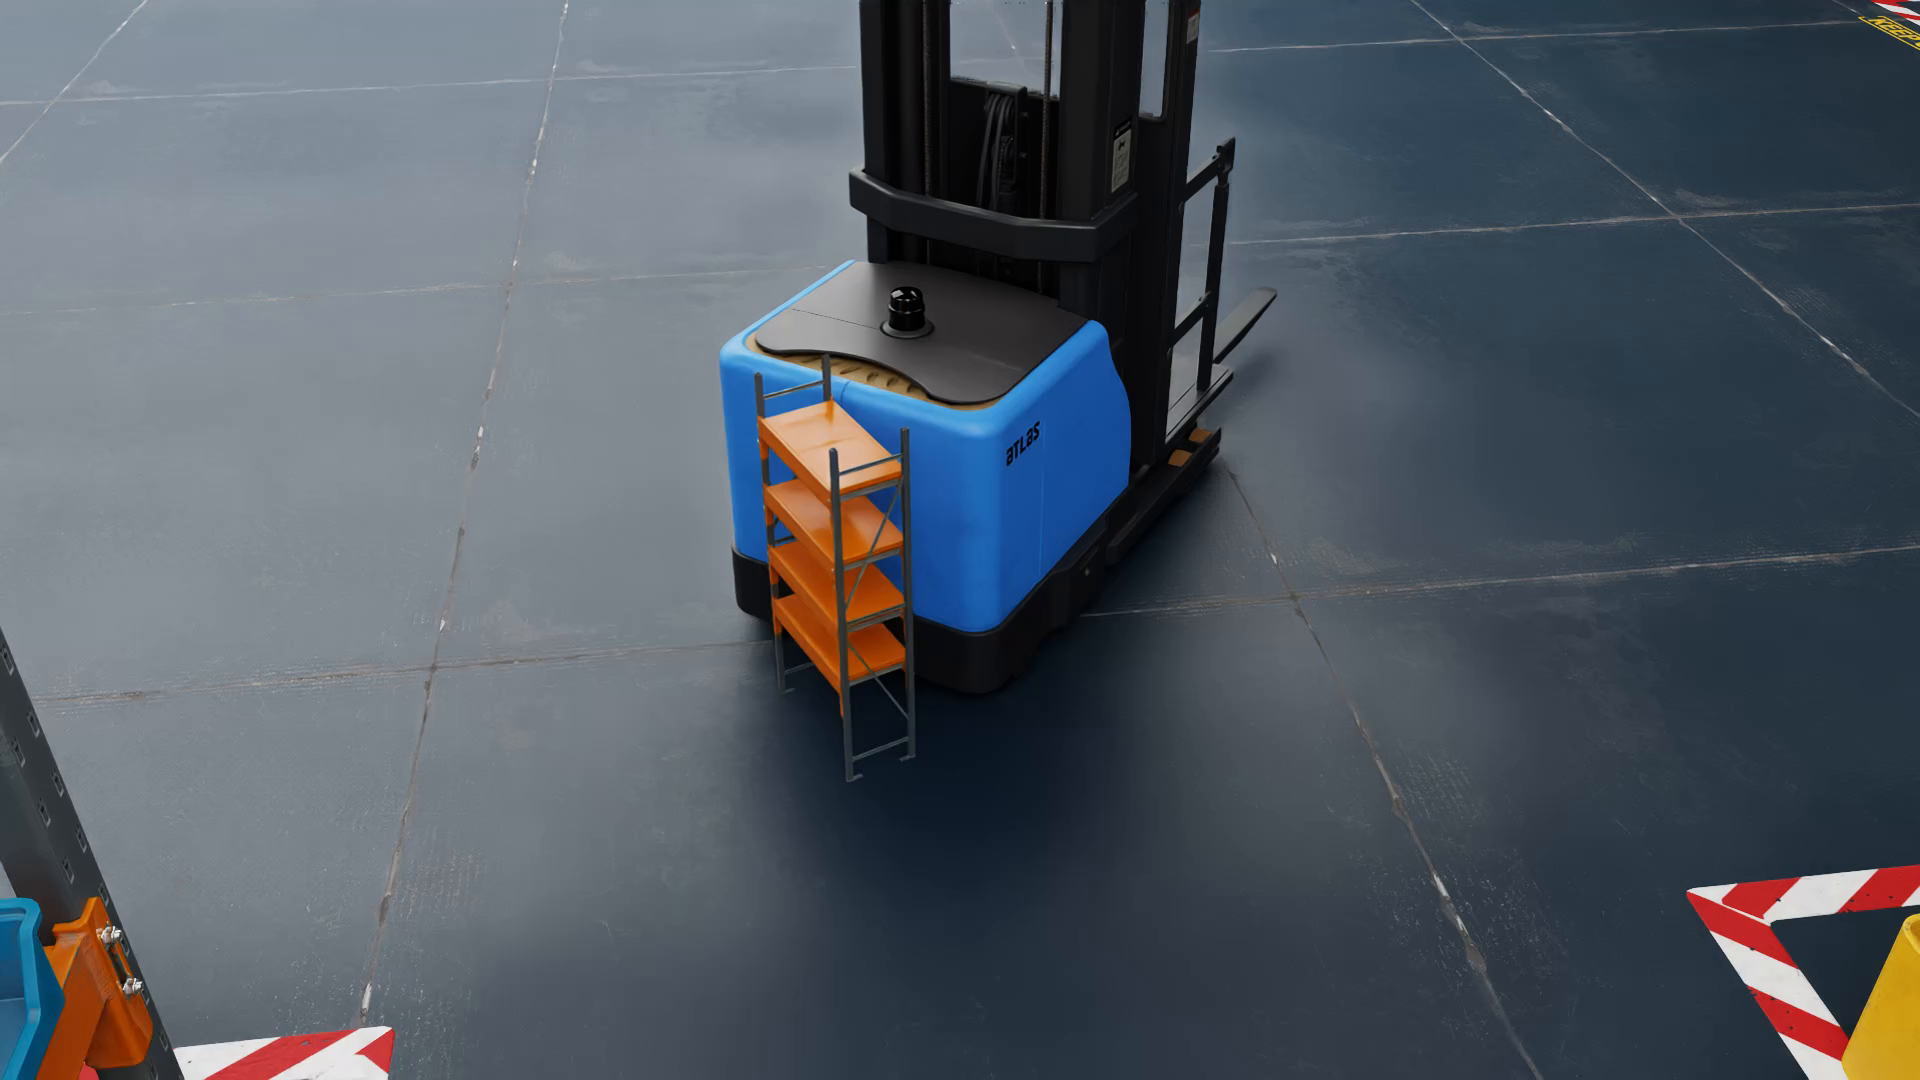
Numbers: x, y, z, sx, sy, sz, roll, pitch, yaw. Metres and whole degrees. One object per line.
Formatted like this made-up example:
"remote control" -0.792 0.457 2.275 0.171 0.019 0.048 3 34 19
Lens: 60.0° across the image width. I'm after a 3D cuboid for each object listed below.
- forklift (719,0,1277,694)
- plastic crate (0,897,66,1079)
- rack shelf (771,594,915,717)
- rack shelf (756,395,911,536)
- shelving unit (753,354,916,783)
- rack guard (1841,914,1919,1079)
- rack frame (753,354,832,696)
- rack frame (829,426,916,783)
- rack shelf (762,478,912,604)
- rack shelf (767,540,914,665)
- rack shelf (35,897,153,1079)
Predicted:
"forklift" 0.389 -1.516 5.872 1.130 2.935 3.031 18 38 24
"plastic crate" -1.685 0.842 2.482 0.499 0.251 0.616 -4 35 -6
"rack shelf" -0.370 0.321 5.186 0.258 0.148 0.480 -18 38 -25
"rack shelf" -0.370 -0.223 4.815 0.258 0.148 0.480 -18 38 -25
"shelving unit" -0.370 0.101 5.036 0.258 1.200 0.503 -18 38 -25
"rack guard" 2.857 1.171 4.088 1.175 0.500 0.348 -4 35 -6
"rack frame" -0.493 -0.017 5.210 0.240 1.200 0.015 -18 38 -25
"rack frame" -0.247 0.220 4.862 0.240 1.200 0.015 -18 38 -25
"rack shelf" -0.370 -0.028 4.948 0.258 0.148 0.480 -18 38 -25
"rack shelf" -0.370 0.157 5.074 0.258 0.148 0.480 -18 38 -25
"rack shelf" -1.780 1.938 1.382 1.077 0.370 4.000 -4 35 -6
